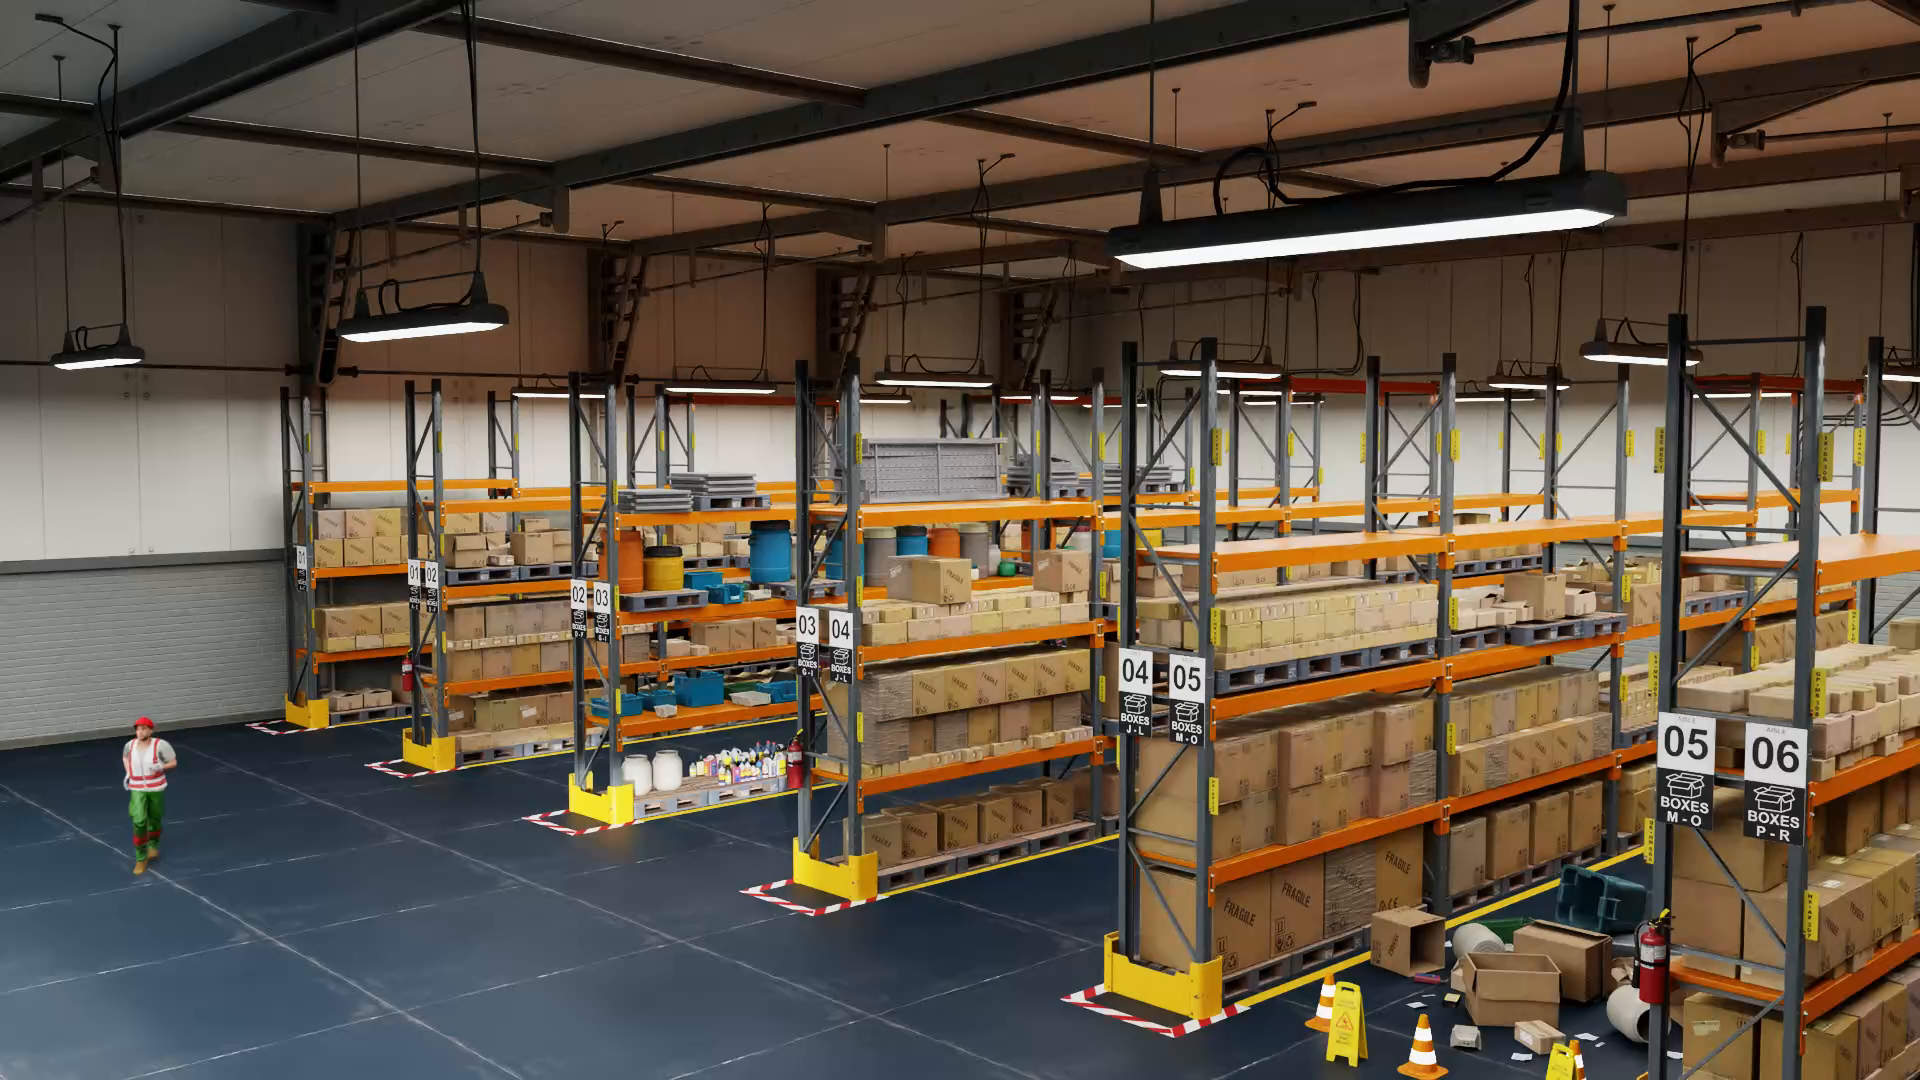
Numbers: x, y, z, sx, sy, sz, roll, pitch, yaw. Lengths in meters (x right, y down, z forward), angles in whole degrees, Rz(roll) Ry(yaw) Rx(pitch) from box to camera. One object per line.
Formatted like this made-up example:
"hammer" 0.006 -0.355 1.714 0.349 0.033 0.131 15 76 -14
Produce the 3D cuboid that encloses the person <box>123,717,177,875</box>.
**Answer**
"person" -9.652 3.014 19.819 0.618 1.851 0.798 -1 4 -18

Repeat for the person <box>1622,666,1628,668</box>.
"person" 10.150 2.737 25.395 0.556 1.597 0.618 -3 5 -43

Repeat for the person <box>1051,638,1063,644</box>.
"person" 1.994 1.963 32.848 0.565 1.699 0.571 3 5 40
